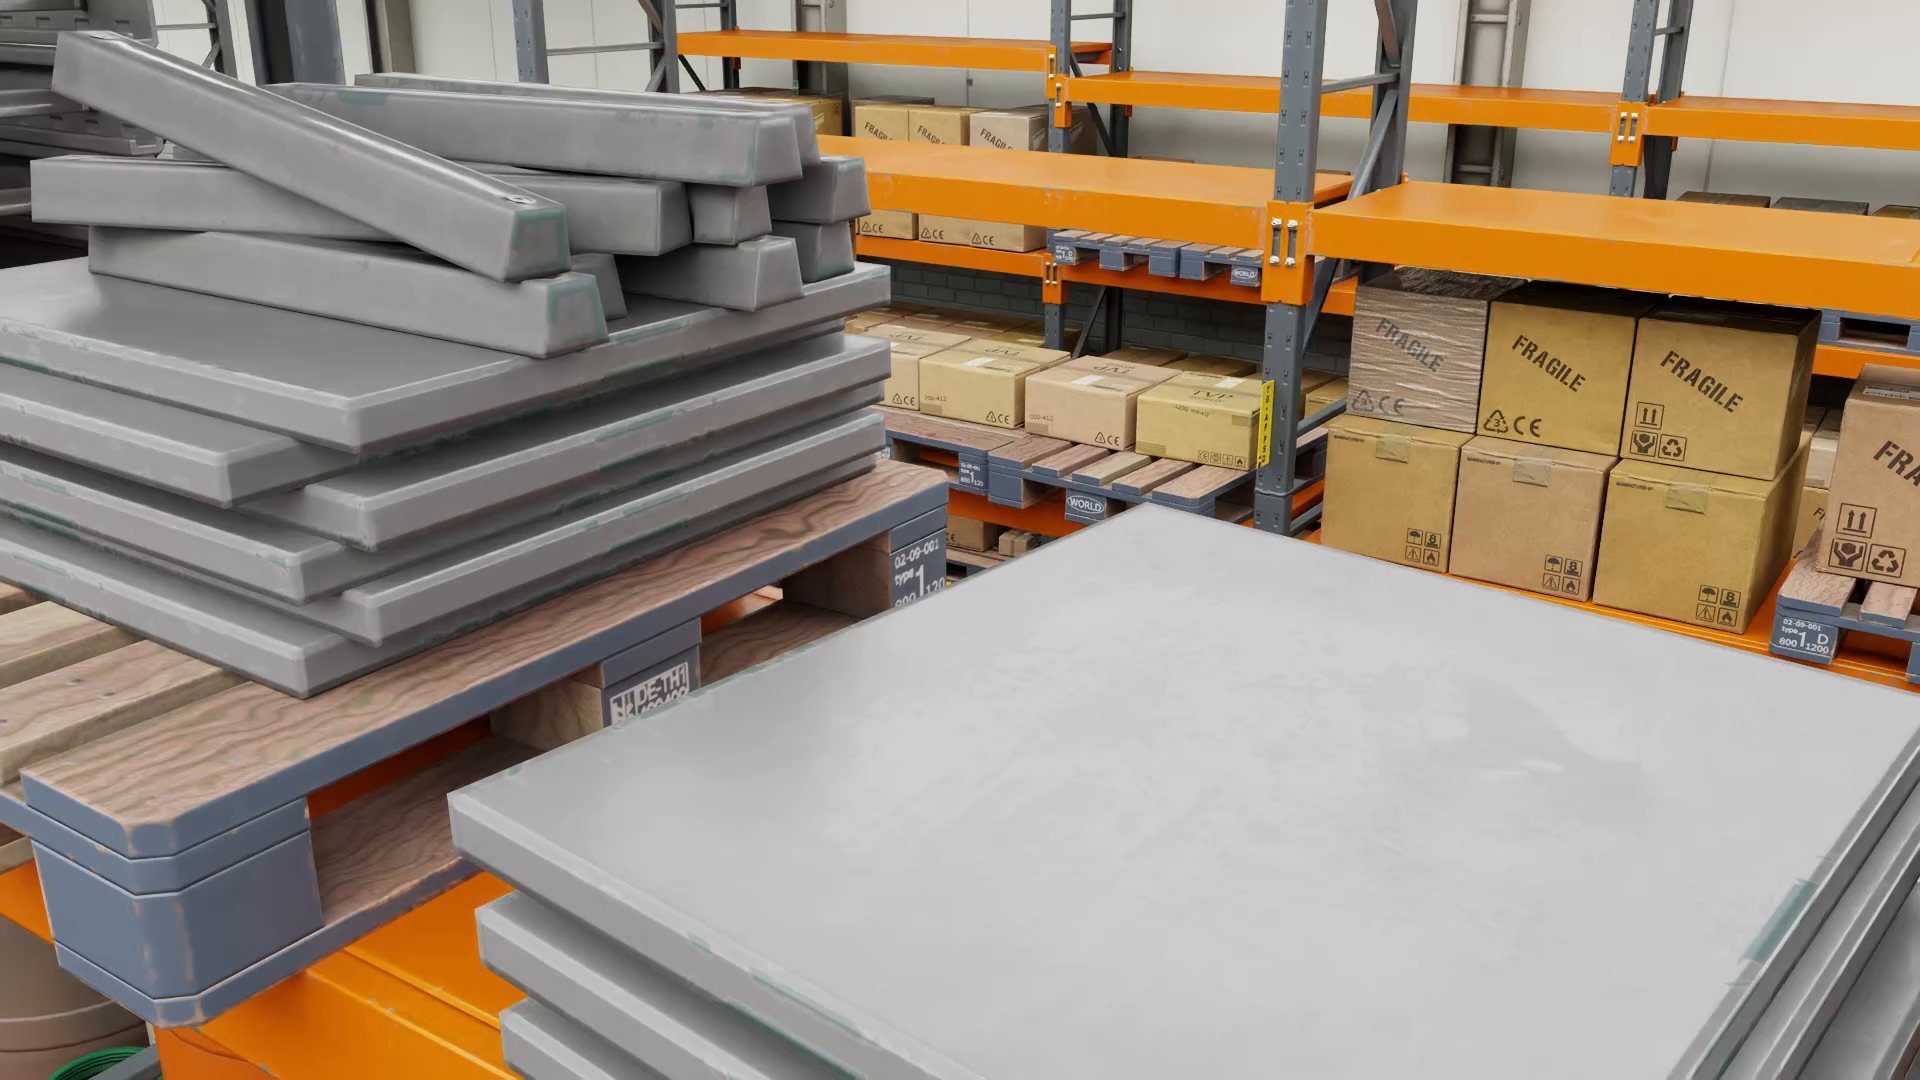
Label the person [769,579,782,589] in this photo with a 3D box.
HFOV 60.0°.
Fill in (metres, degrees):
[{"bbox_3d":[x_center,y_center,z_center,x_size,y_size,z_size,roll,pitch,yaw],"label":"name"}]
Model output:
[{"bbox_3d":[-1.292,0.537,12.240,0.528,0.833,0.888,13,23,32],"label":"person"}]
